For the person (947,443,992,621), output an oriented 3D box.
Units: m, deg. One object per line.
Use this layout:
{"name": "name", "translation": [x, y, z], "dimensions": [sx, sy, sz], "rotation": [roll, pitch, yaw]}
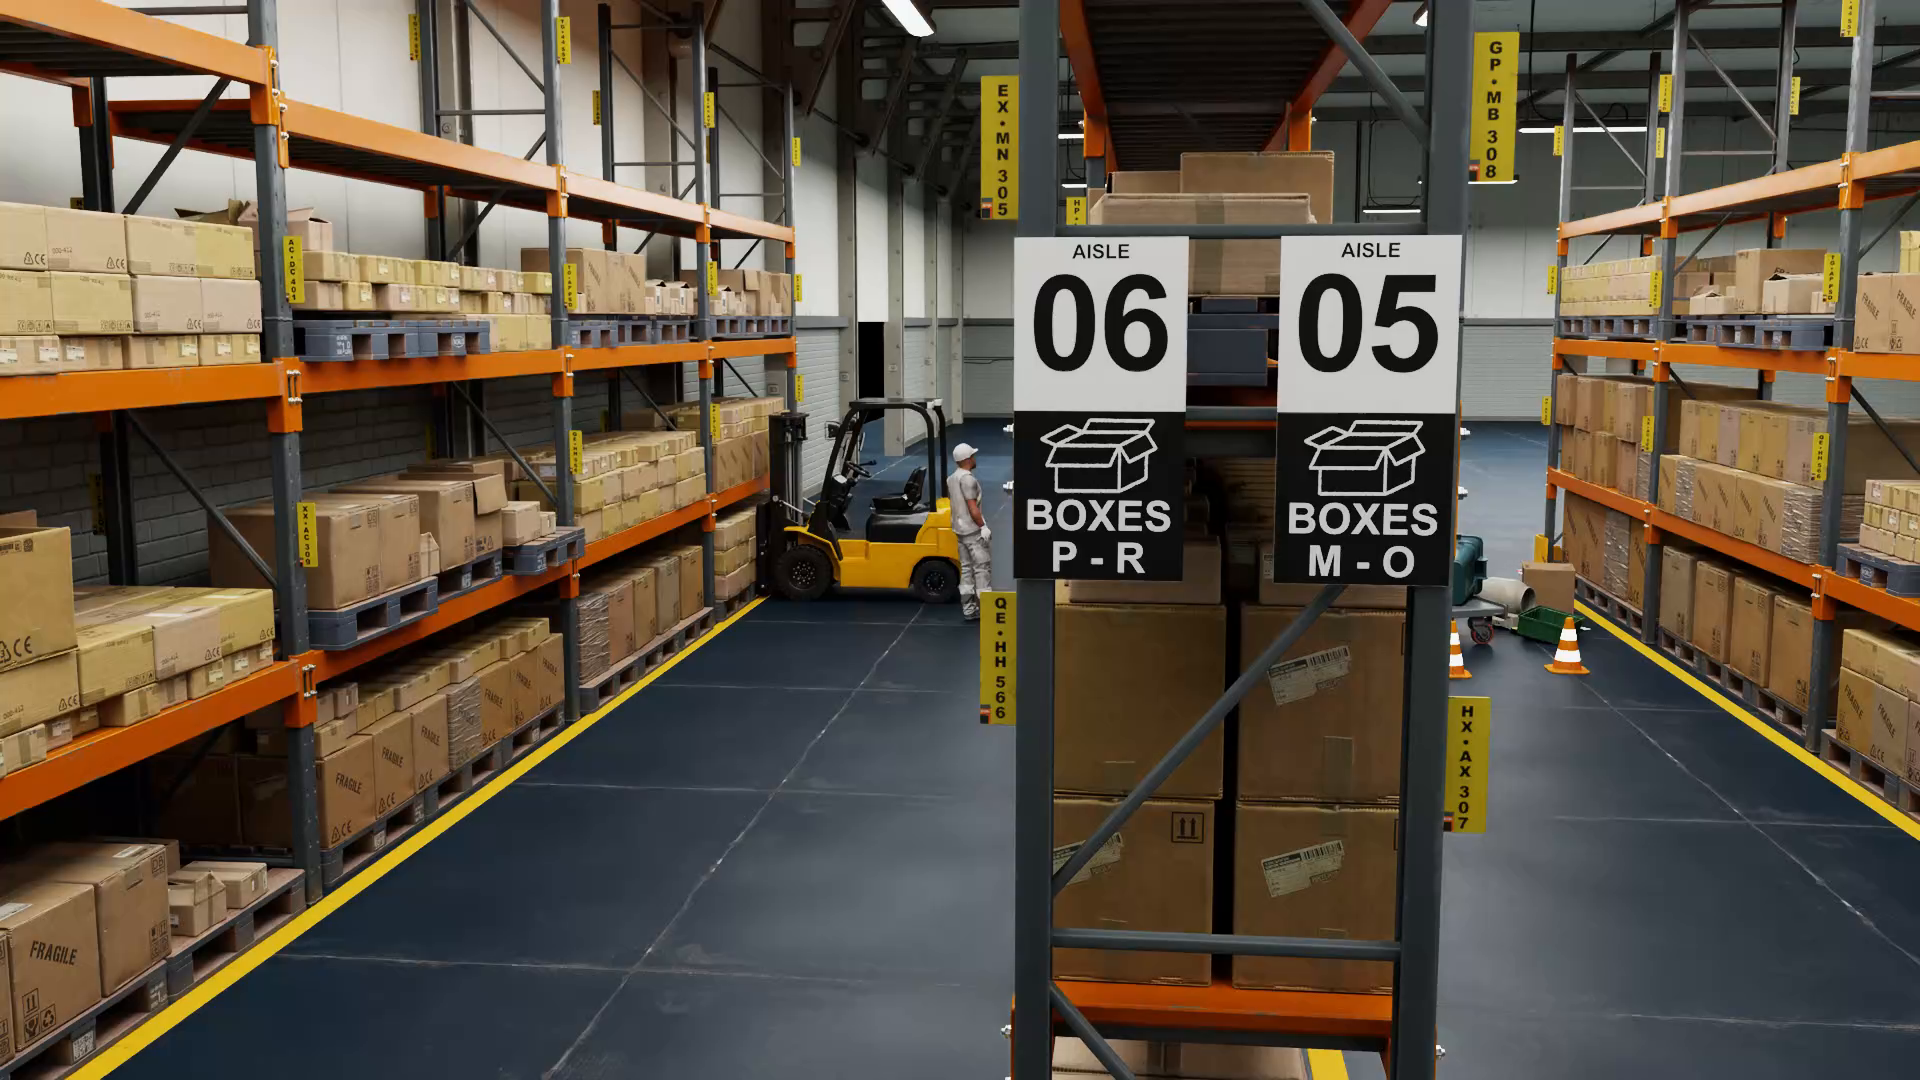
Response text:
{"name": "person", "translation": [0.179, -0.081, 16.742], "dimensions": [0.563, 1.789, 0.638], "rotation": [-3, 8, -23]}
